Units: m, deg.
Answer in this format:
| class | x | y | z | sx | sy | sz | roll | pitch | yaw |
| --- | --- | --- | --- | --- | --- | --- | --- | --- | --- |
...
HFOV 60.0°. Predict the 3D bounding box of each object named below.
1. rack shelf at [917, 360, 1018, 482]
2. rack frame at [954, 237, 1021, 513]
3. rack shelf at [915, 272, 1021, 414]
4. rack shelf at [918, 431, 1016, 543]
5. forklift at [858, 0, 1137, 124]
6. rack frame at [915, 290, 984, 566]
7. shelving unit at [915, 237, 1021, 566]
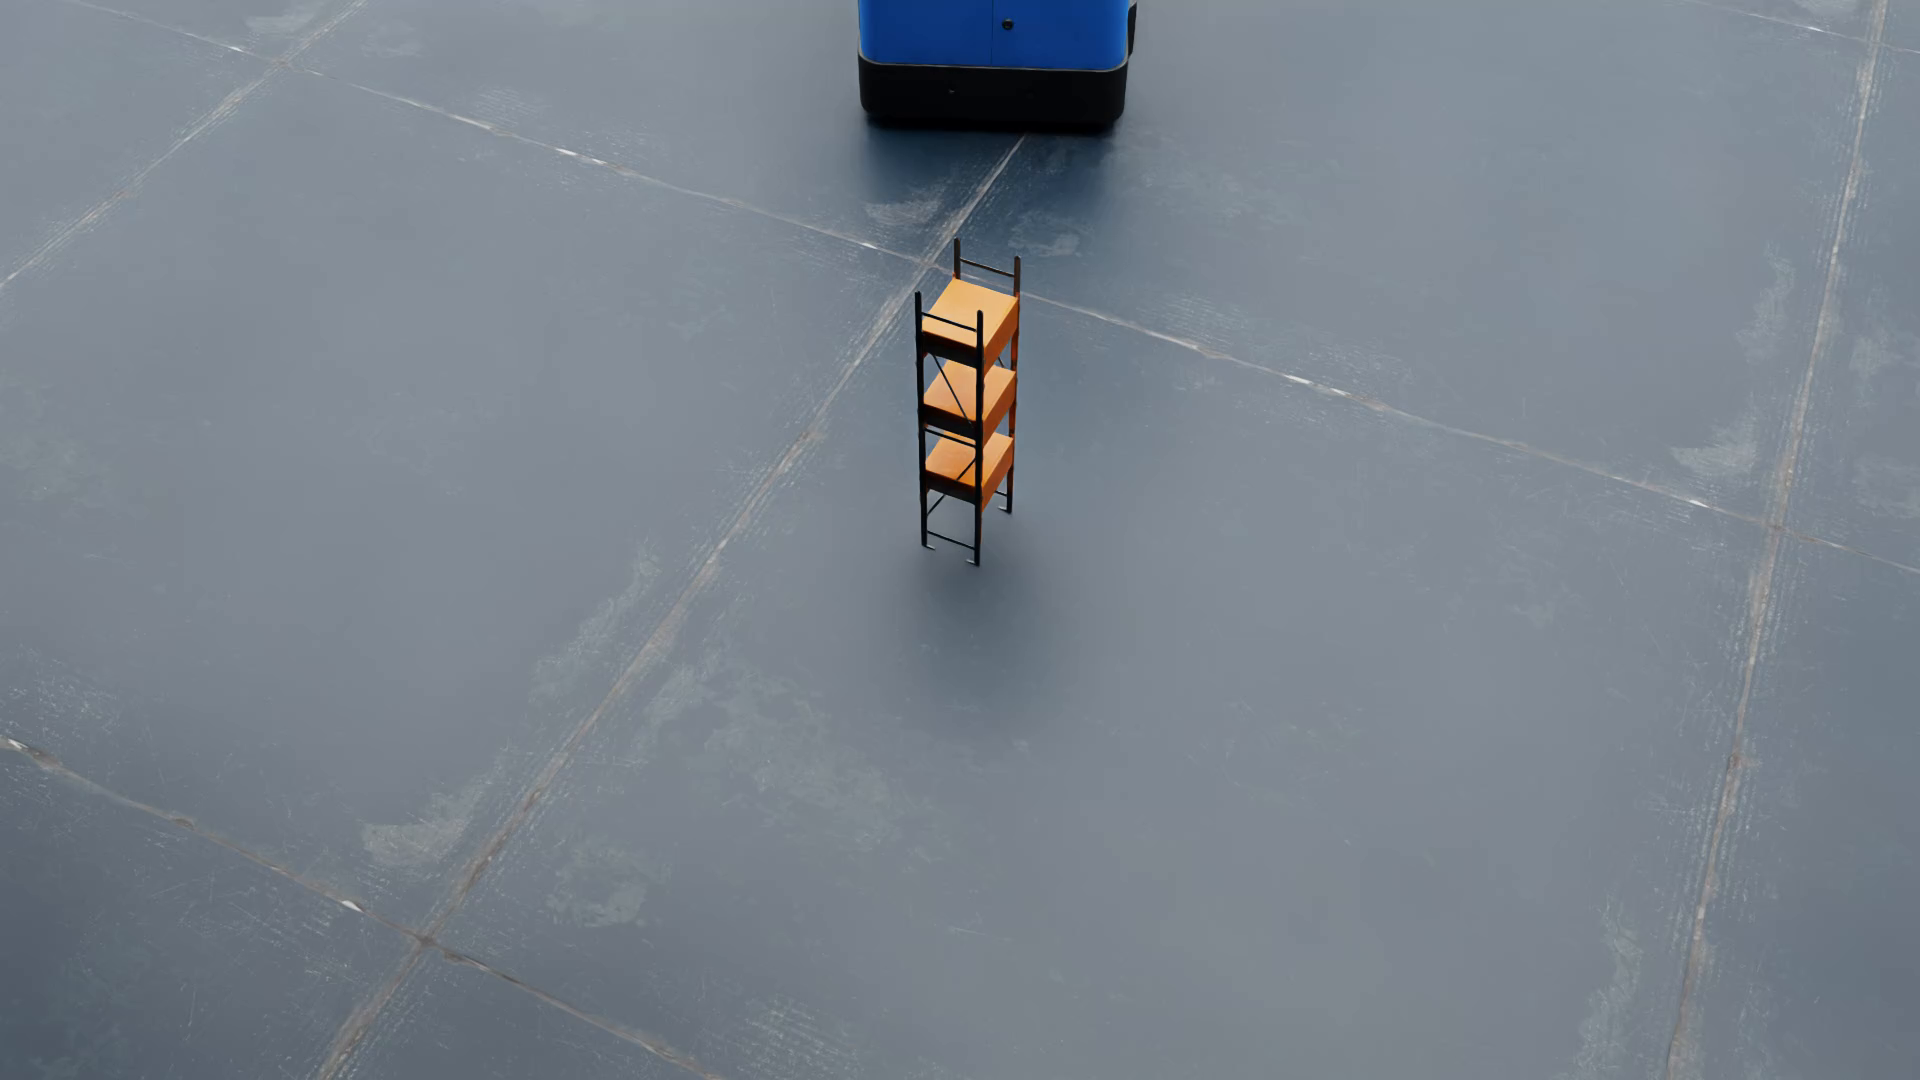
| class | x | y | z | sx | sy | sz | roll | pitch | yaw |
| --- | --- | --- | --- | --- | --- | --- | --- | --- | --- |
| rack shelf | 0.023 | -0.370 | 4.890 | 0.215 | 0.259 | 0.240 | 20 | 52 | 16 |
| rack frame | 0.075 | -0.461 | 4.953 | 0.200 | 1.050 | 0.008 | 20 | 52 | 16 |
| rack shelf | 0.023 | -0.554 | 4.673 | 0.215 | 0.259 | 0.240 | 20 | 52 | 16 |
| rack shelf | 0.023 | -0.190 | 5.101 | 0.215 | 0.259 | 0.240 | 20 | 52 | 16 |
| forklift | 0.207 | -3.710 | 6.483 | 1.130 | 2.935 | 3.031 | 2 | 50 | 2 |
| rack frame | -0.029 | -0.293 | 4.810 | 0.200 | 1.050 | 0.008 | 20 | 52 | 16 |
| shelving unit | 0.023 | -0.377 | 4.882 | 0.215 | 1.050 | 0.252 | 20 | 52 | 16 |
